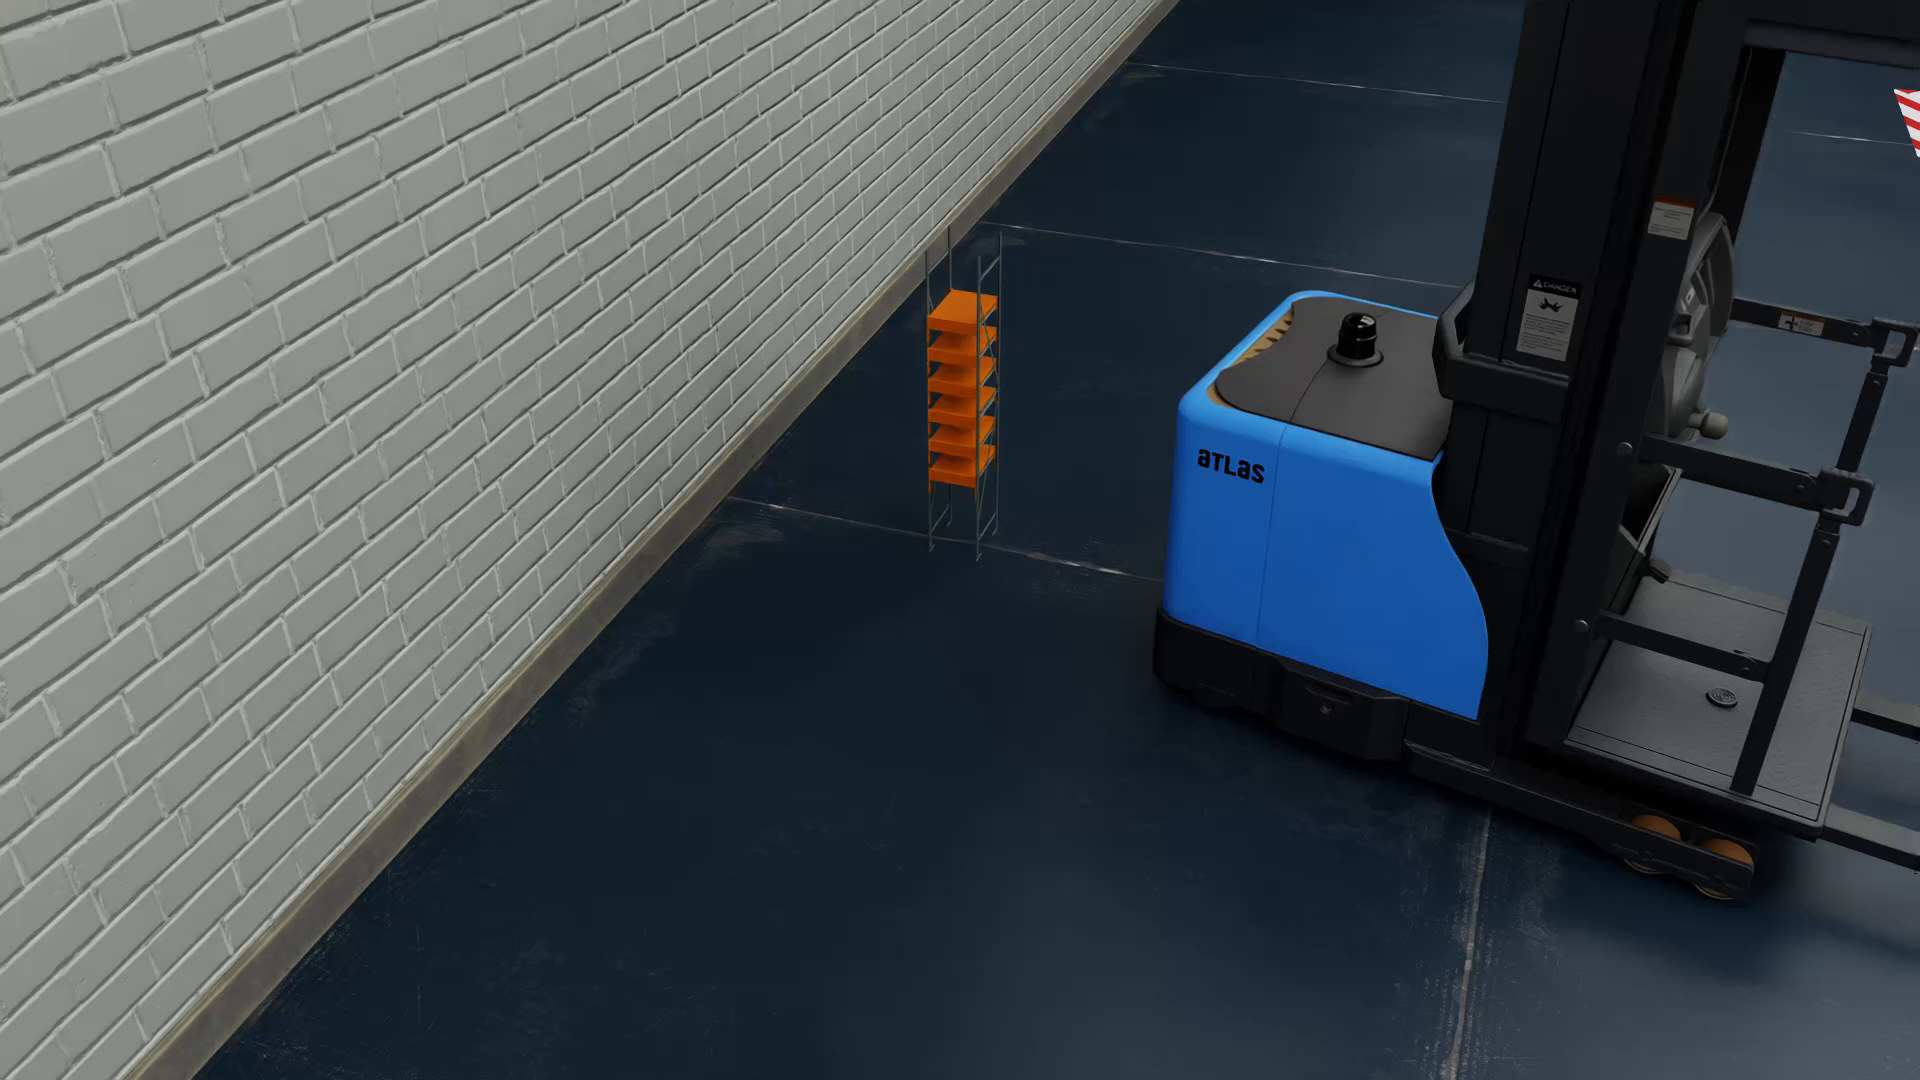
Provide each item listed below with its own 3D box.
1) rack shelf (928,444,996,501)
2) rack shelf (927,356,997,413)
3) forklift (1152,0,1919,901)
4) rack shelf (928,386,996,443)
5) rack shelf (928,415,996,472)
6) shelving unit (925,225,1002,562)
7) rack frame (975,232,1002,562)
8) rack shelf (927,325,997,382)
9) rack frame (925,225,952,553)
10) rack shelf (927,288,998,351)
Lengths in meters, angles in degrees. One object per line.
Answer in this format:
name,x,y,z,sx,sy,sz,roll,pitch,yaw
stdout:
rack shelf,0.014,-0.262,6.075,0.180,0.103,0.258,11,34,16
rack shelf,0.014,-0.565,5.879,0.180,0.103,0.258,11,34,16
forklift,2.160,-0.551,4.401,3.031,2.935,1.130,18,37,26
rack shelf,0.014,-0.464,5.945,0.180,0.103,0.258,11,34,16
rack shelf,0.014,-0.363,6.010,0.180,0.103,0.258,11,34,16
shelving unit,0.014,-0.501,5.920,0.189,1.200,0.258,11,34,16
rack frame,0.100,-0.485,5.895,0.006,1.200,0.240,11,34,16
rack shelf,0.014,-0.666,5.814,0.180,0.103,0.258,11,34,16
rack frame,-0.073,-0.518,5.946,0.006,1.200,0.240,11,34,16
rack shelf,0.014,-0.767,5.749,0.180,0.103,0.258,11,34,16
